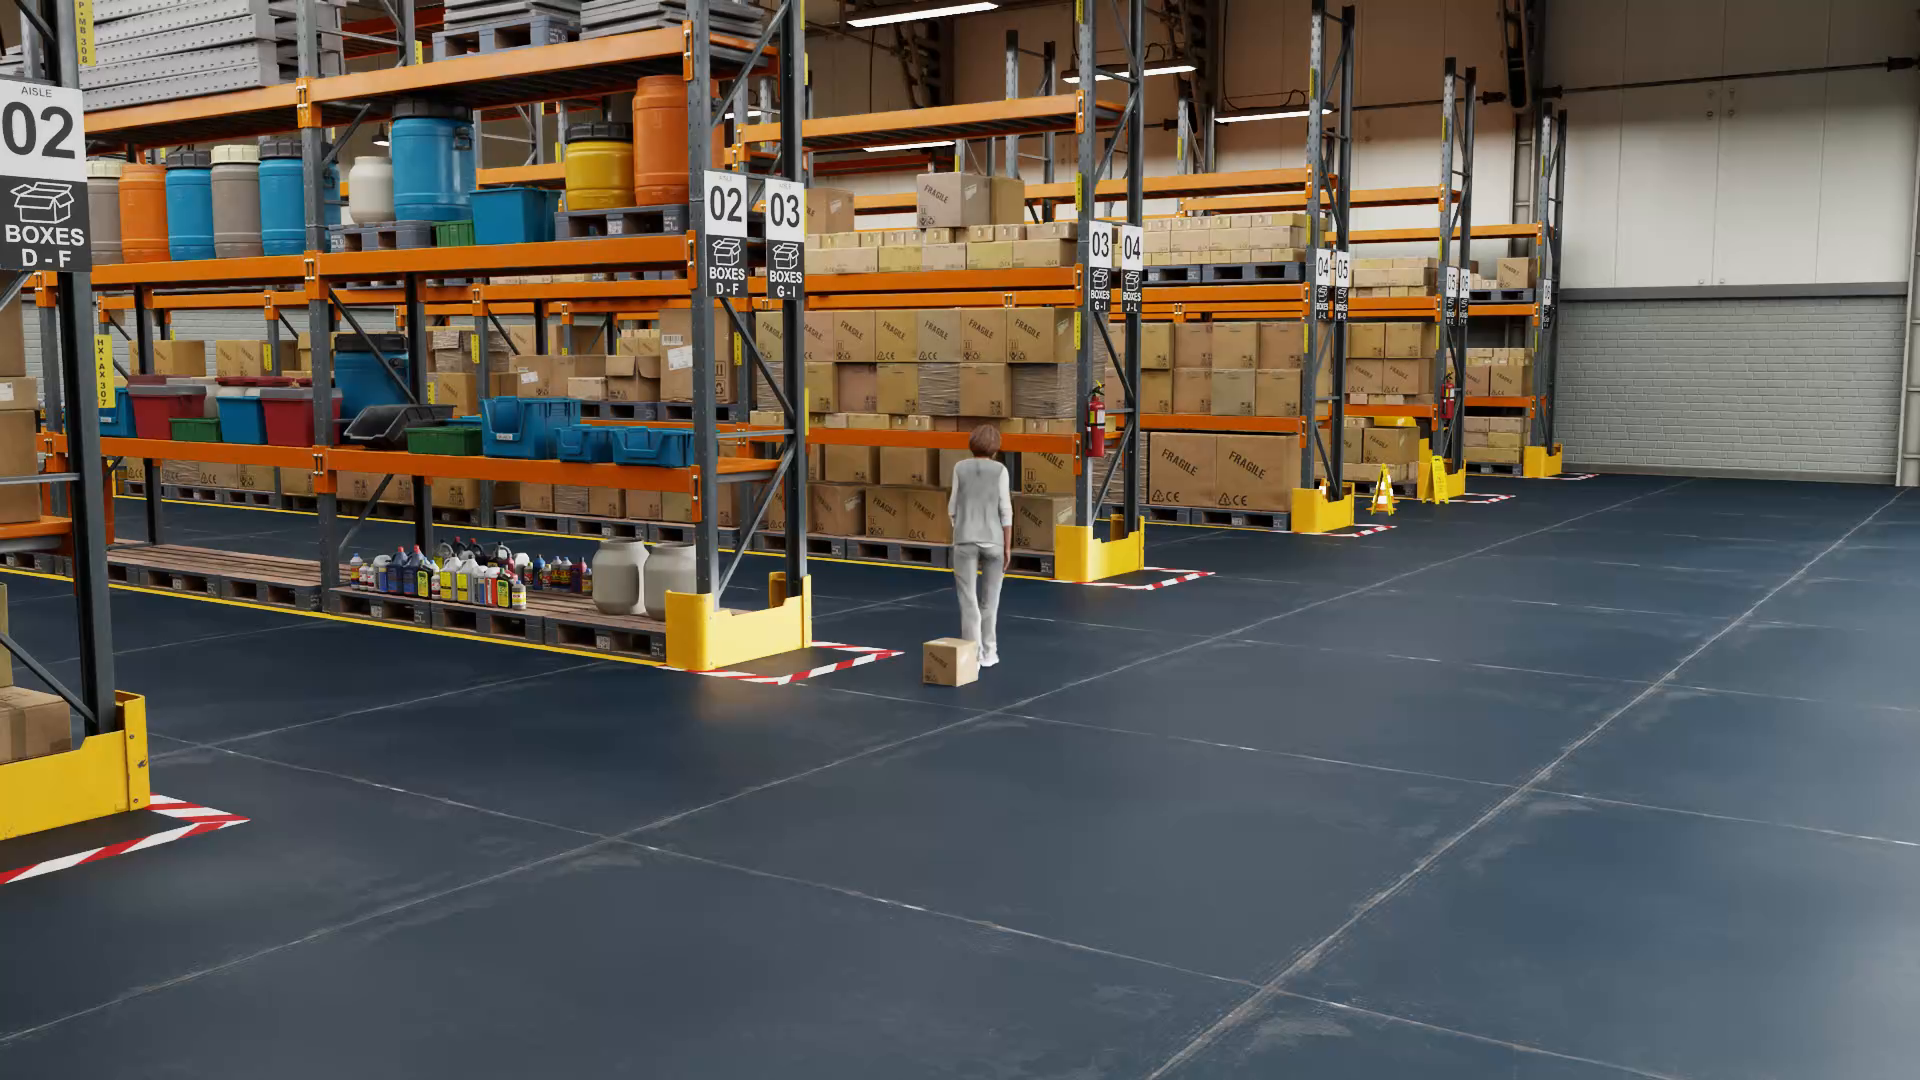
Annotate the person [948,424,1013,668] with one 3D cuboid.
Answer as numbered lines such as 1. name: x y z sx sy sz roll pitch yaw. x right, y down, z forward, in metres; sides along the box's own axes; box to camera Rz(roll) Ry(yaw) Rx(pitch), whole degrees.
1. person: 0.122 0.052 10.701 0.438 1.583 0.647 0 7 4
